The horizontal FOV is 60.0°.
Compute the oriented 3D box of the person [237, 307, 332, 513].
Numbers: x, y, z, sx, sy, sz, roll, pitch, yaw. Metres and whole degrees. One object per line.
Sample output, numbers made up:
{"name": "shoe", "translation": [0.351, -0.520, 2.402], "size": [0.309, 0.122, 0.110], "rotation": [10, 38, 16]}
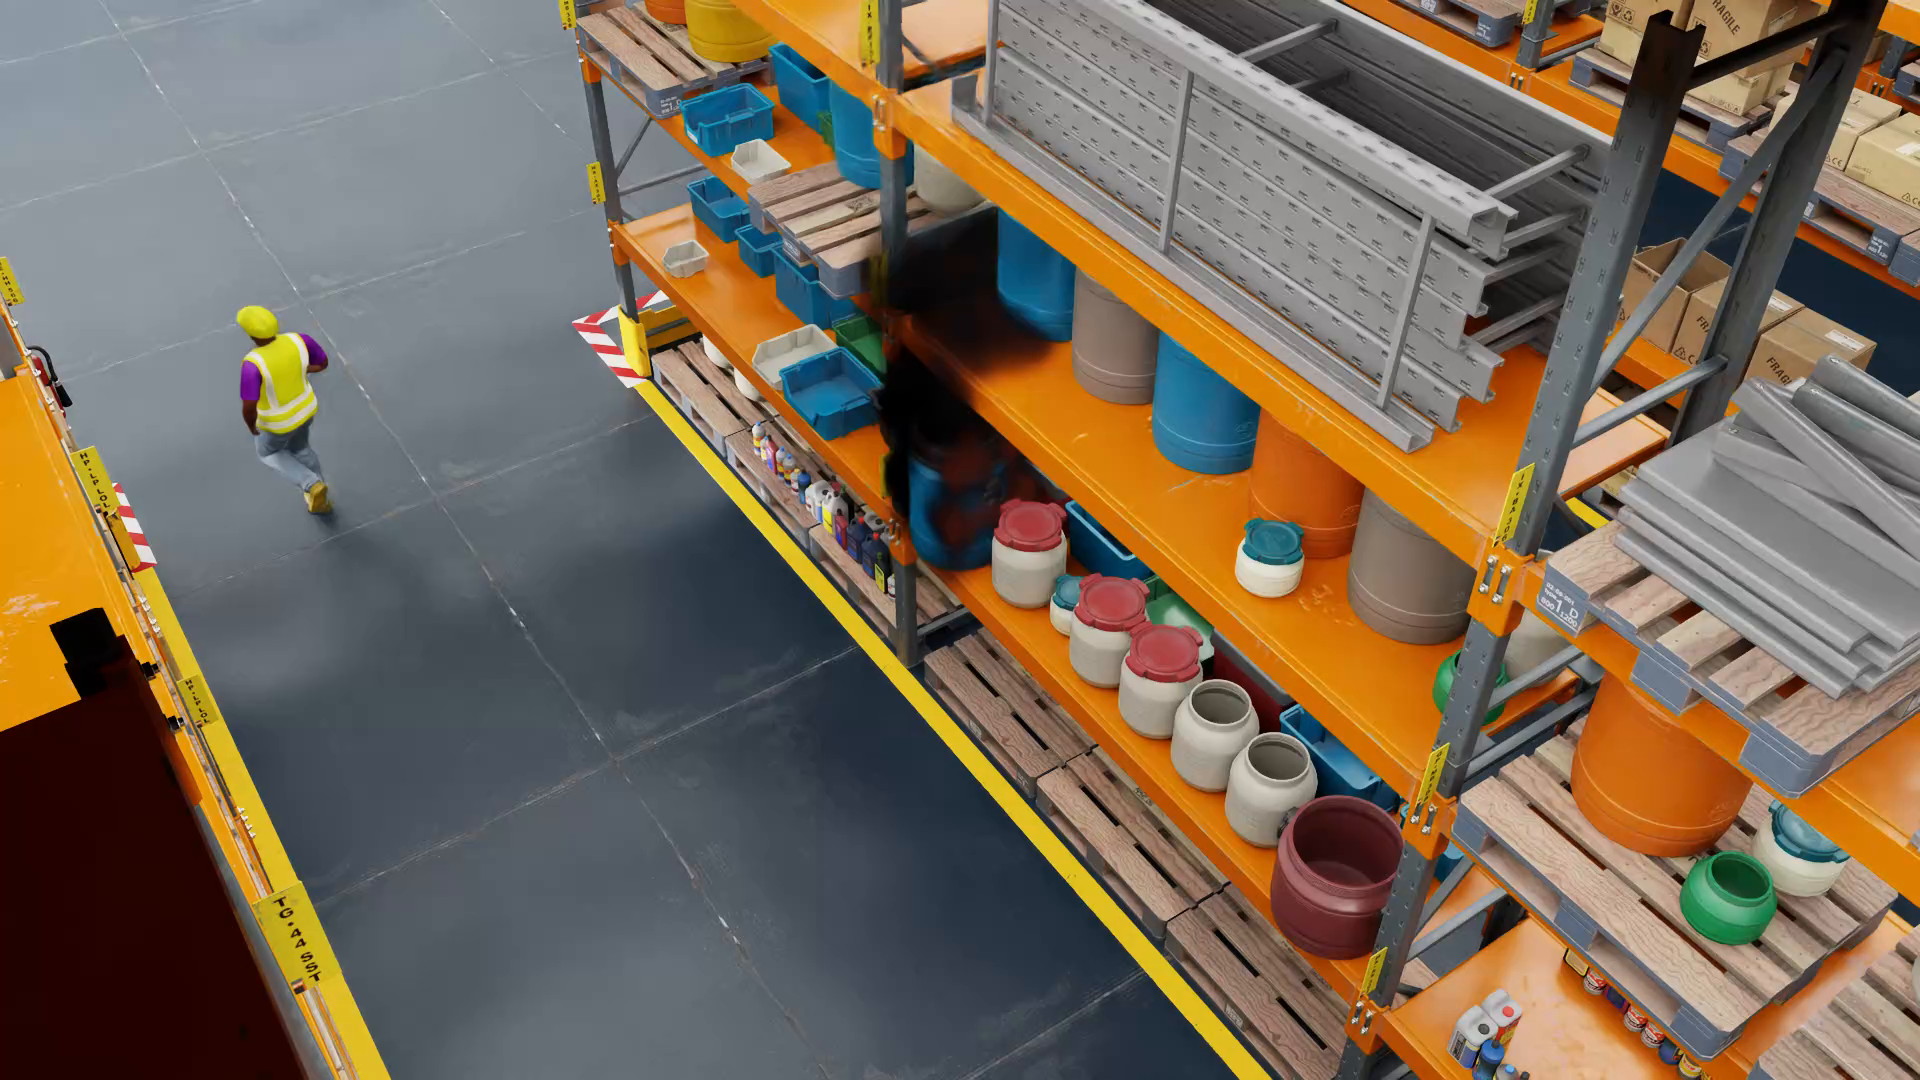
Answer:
{"name": "person", "translation": [-4.628, -0.877, 11.444], "size": [0.559, 1.721, 0.759], "rotation": [22, 47, 22]}
